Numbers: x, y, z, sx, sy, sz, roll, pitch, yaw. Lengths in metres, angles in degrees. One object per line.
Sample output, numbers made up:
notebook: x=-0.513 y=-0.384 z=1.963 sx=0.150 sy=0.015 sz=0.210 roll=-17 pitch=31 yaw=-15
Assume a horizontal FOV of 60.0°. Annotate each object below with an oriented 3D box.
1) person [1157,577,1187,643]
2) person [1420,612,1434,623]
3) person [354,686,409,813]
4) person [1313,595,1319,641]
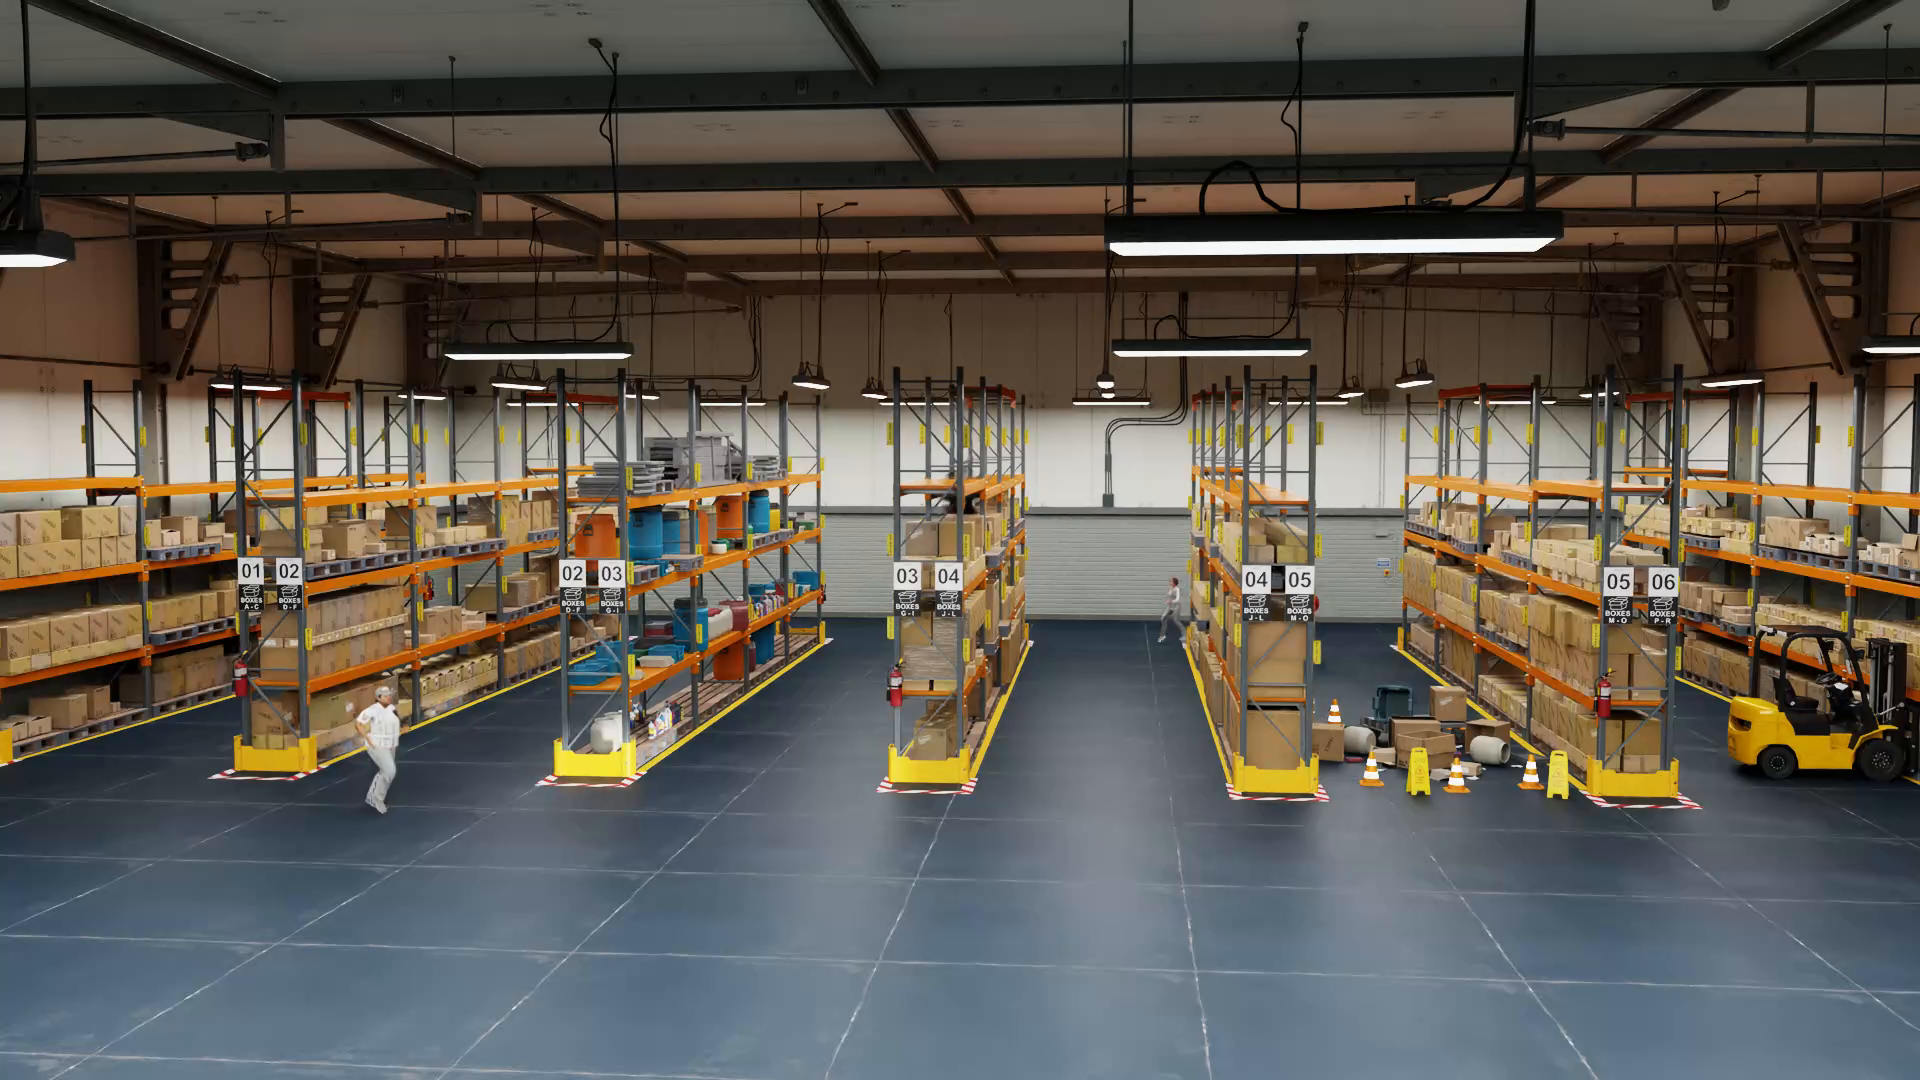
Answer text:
person: x=5.202 y=1.701 z=40.367 sx=0.765 sy=1.620 sz=0.537 roll=-1 pitch=4 yaw=-21
person: x=11.299 y=1.663 z=40.293 sx=0.860 sy=1.688 sz=0.589 roll=3 pitch=5 yaw=40
person: x=-7.708 y=2.803 z=22.262 sx=0.685 sy=1.687 sz=0.579 roll=1 pitch=4 yaw=21
person: x=7.728 y=1.830 z=37.286 sx=0.650 sy=1.749 sz=0.734 roll=-1 pitch=4 yaw=-10
